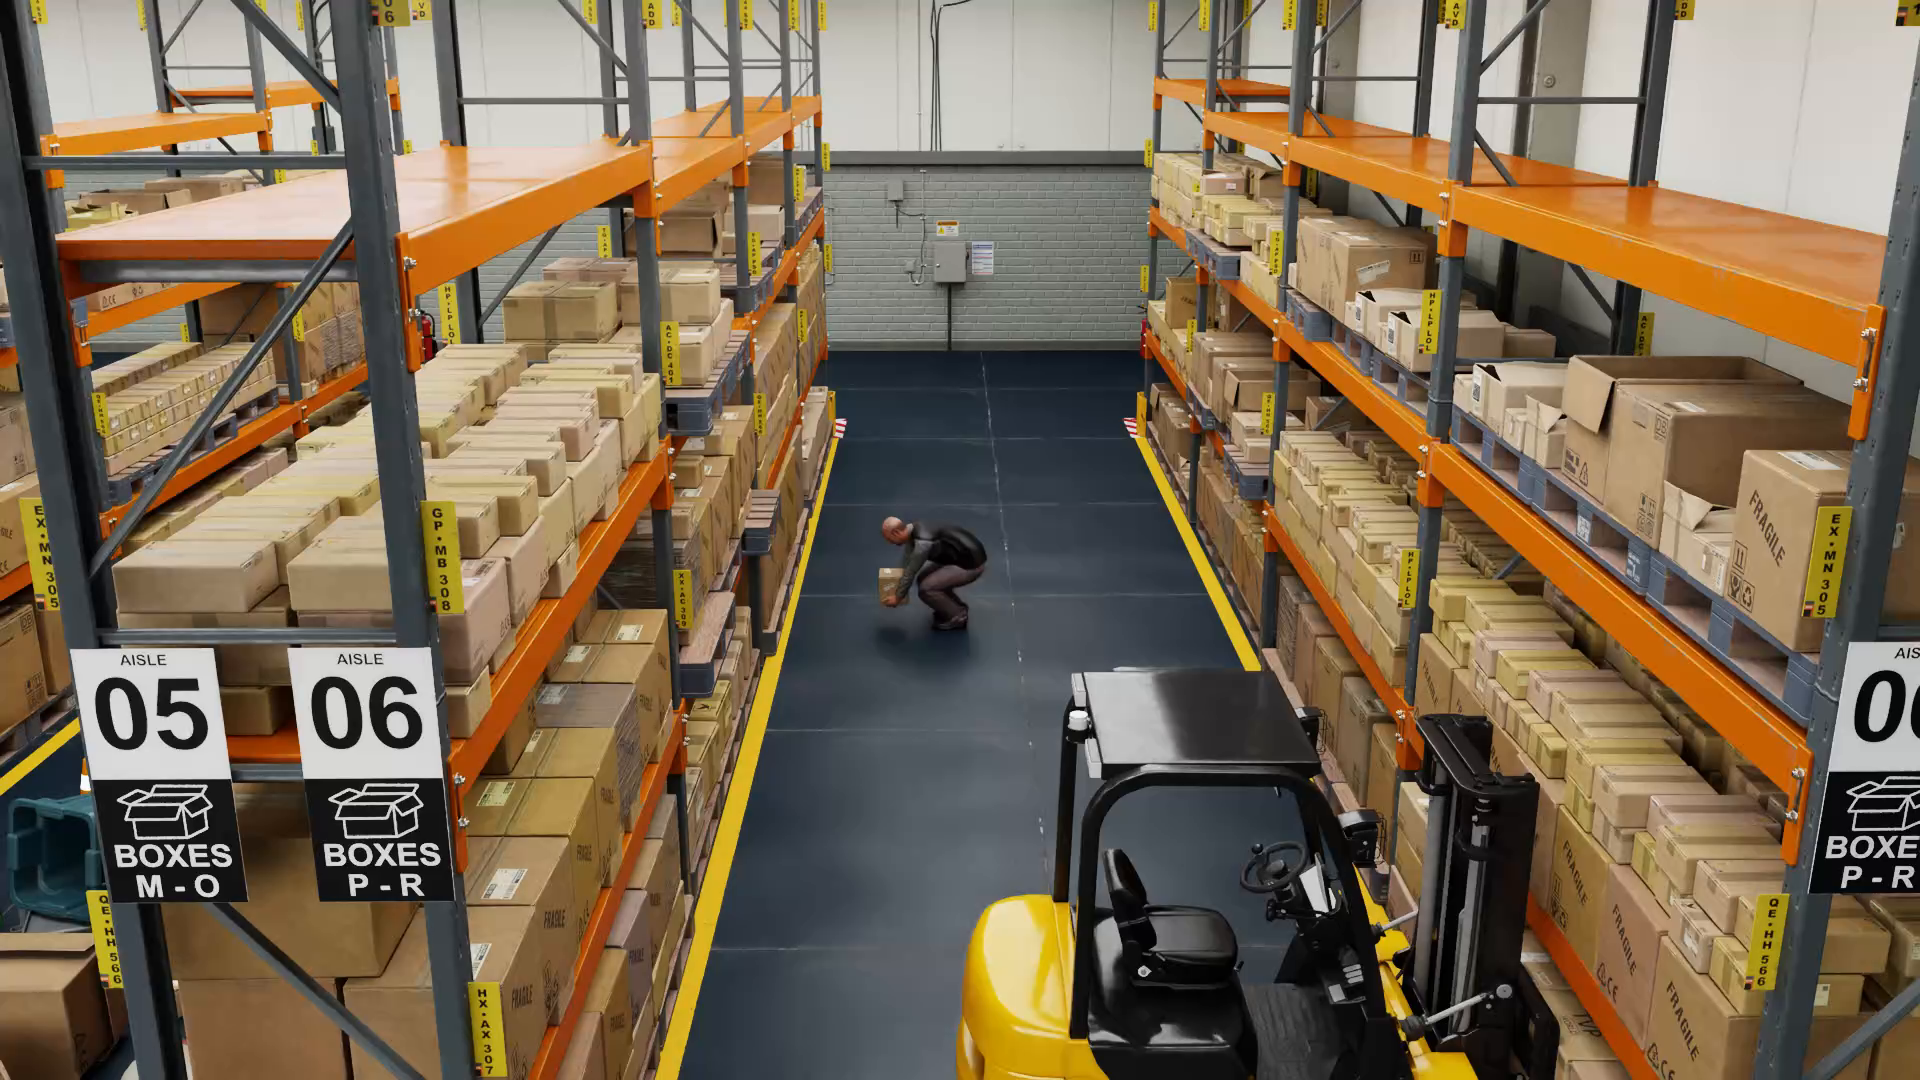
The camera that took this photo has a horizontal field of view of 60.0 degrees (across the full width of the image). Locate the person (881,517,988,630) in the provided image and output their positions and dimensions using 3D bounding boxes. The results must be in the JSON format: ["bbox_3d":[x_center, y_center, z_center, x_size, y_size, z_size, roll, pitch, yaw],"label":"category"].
[{"bbox_3d":[-0.217,0.259,14.072,0.894,0.952,0.509,-1,17,-2],"label":"person"}]
